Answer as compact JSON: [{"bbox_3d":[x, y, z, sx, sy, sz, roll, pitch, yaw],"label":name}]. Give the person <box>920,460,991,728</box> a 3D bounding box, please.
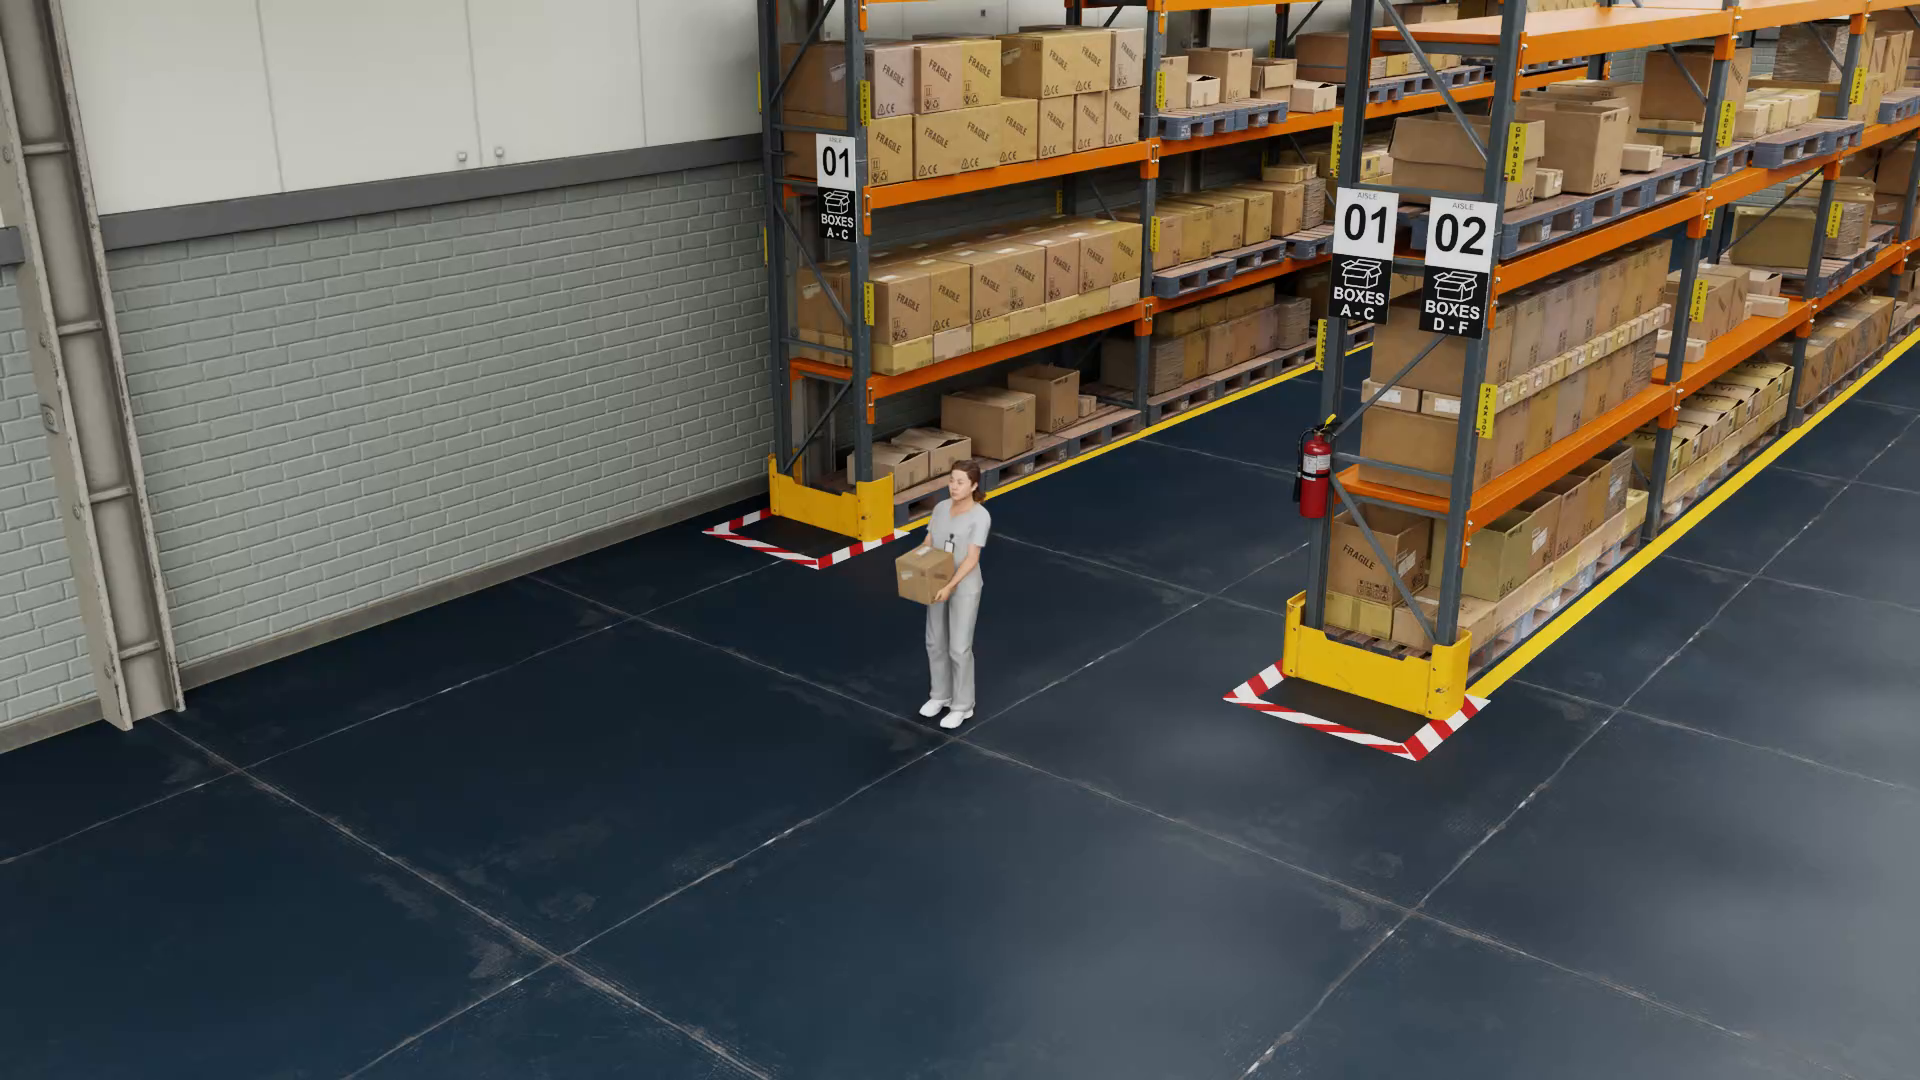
[{"bbox_3d":[-0.066,0.331,10.200,0.437,1.662,0.555,16,26,37],"label":"person"}]
